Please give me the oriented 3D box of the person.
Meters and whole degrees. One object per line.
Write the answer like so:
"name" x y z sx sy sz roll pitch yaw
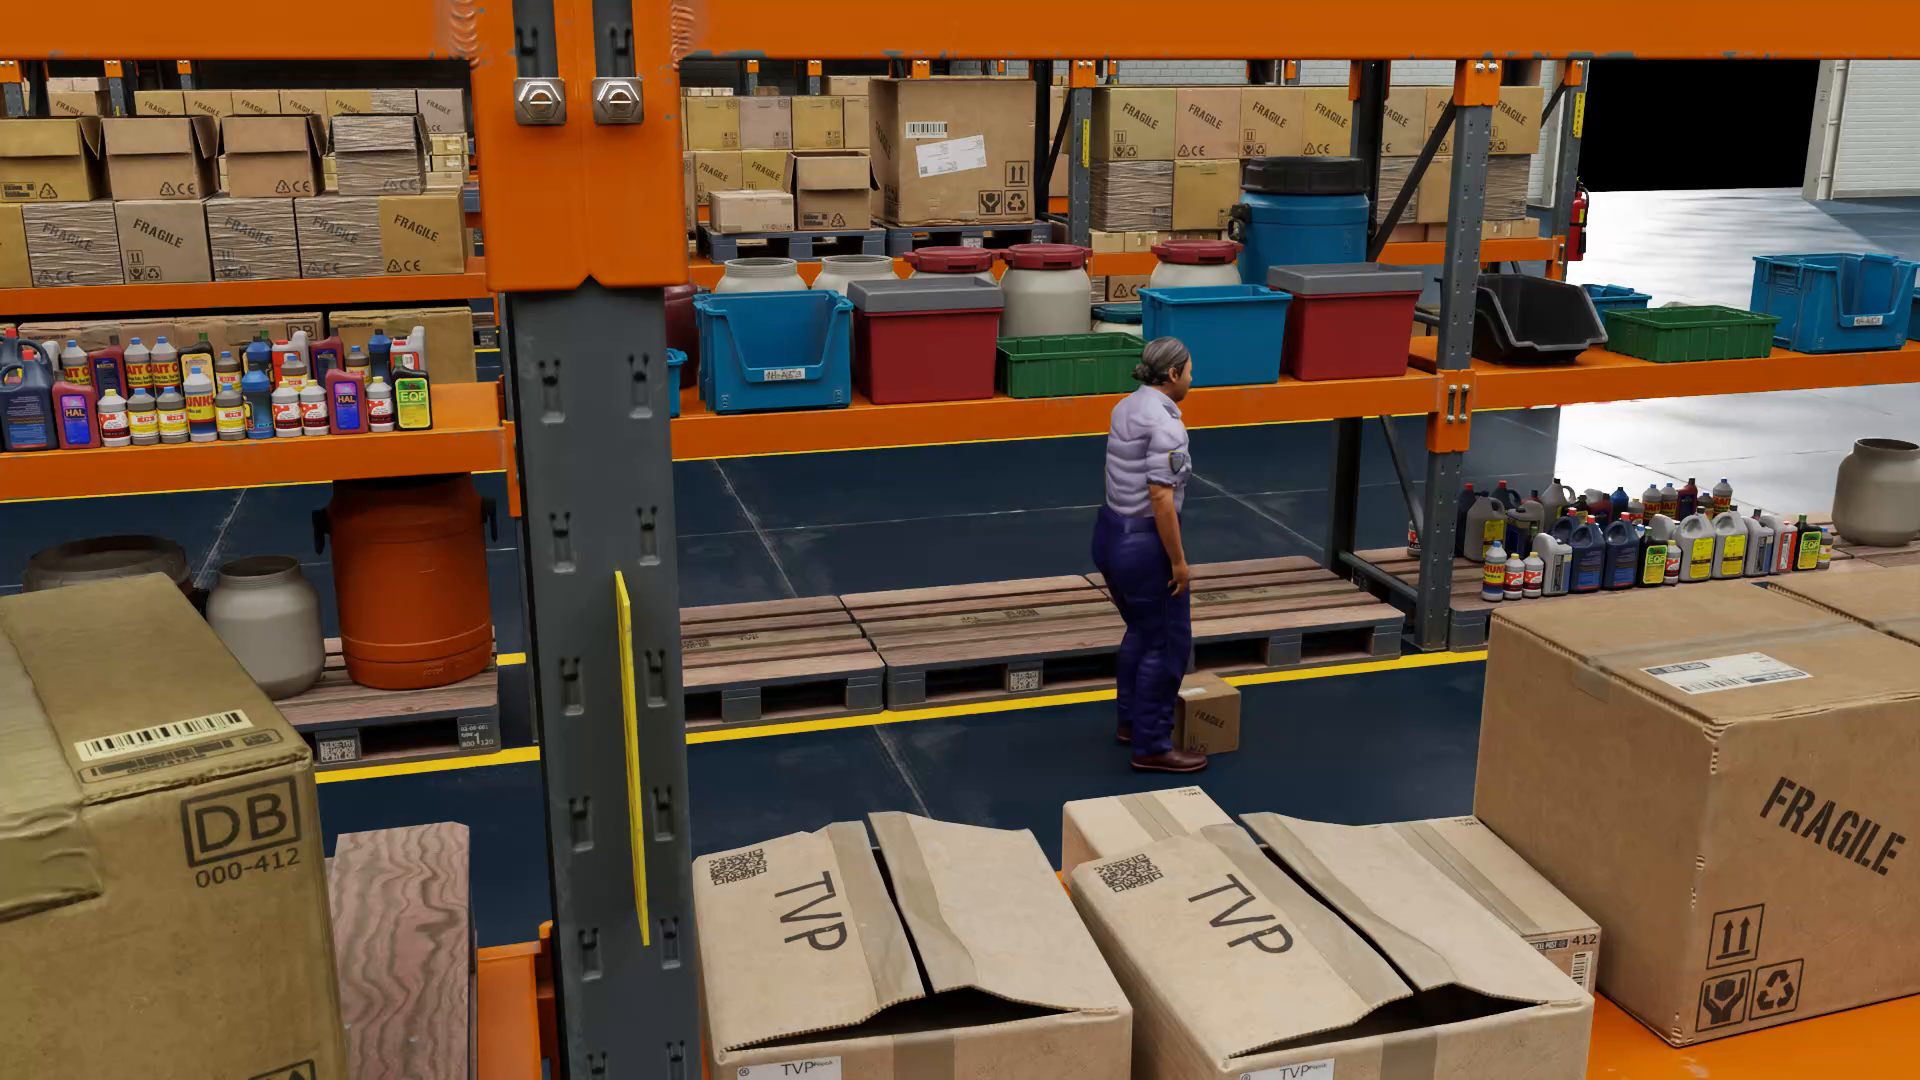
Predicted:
"person" 0.746 0.044 6.397 0.424 1.651 0.544 -5 17 -17
